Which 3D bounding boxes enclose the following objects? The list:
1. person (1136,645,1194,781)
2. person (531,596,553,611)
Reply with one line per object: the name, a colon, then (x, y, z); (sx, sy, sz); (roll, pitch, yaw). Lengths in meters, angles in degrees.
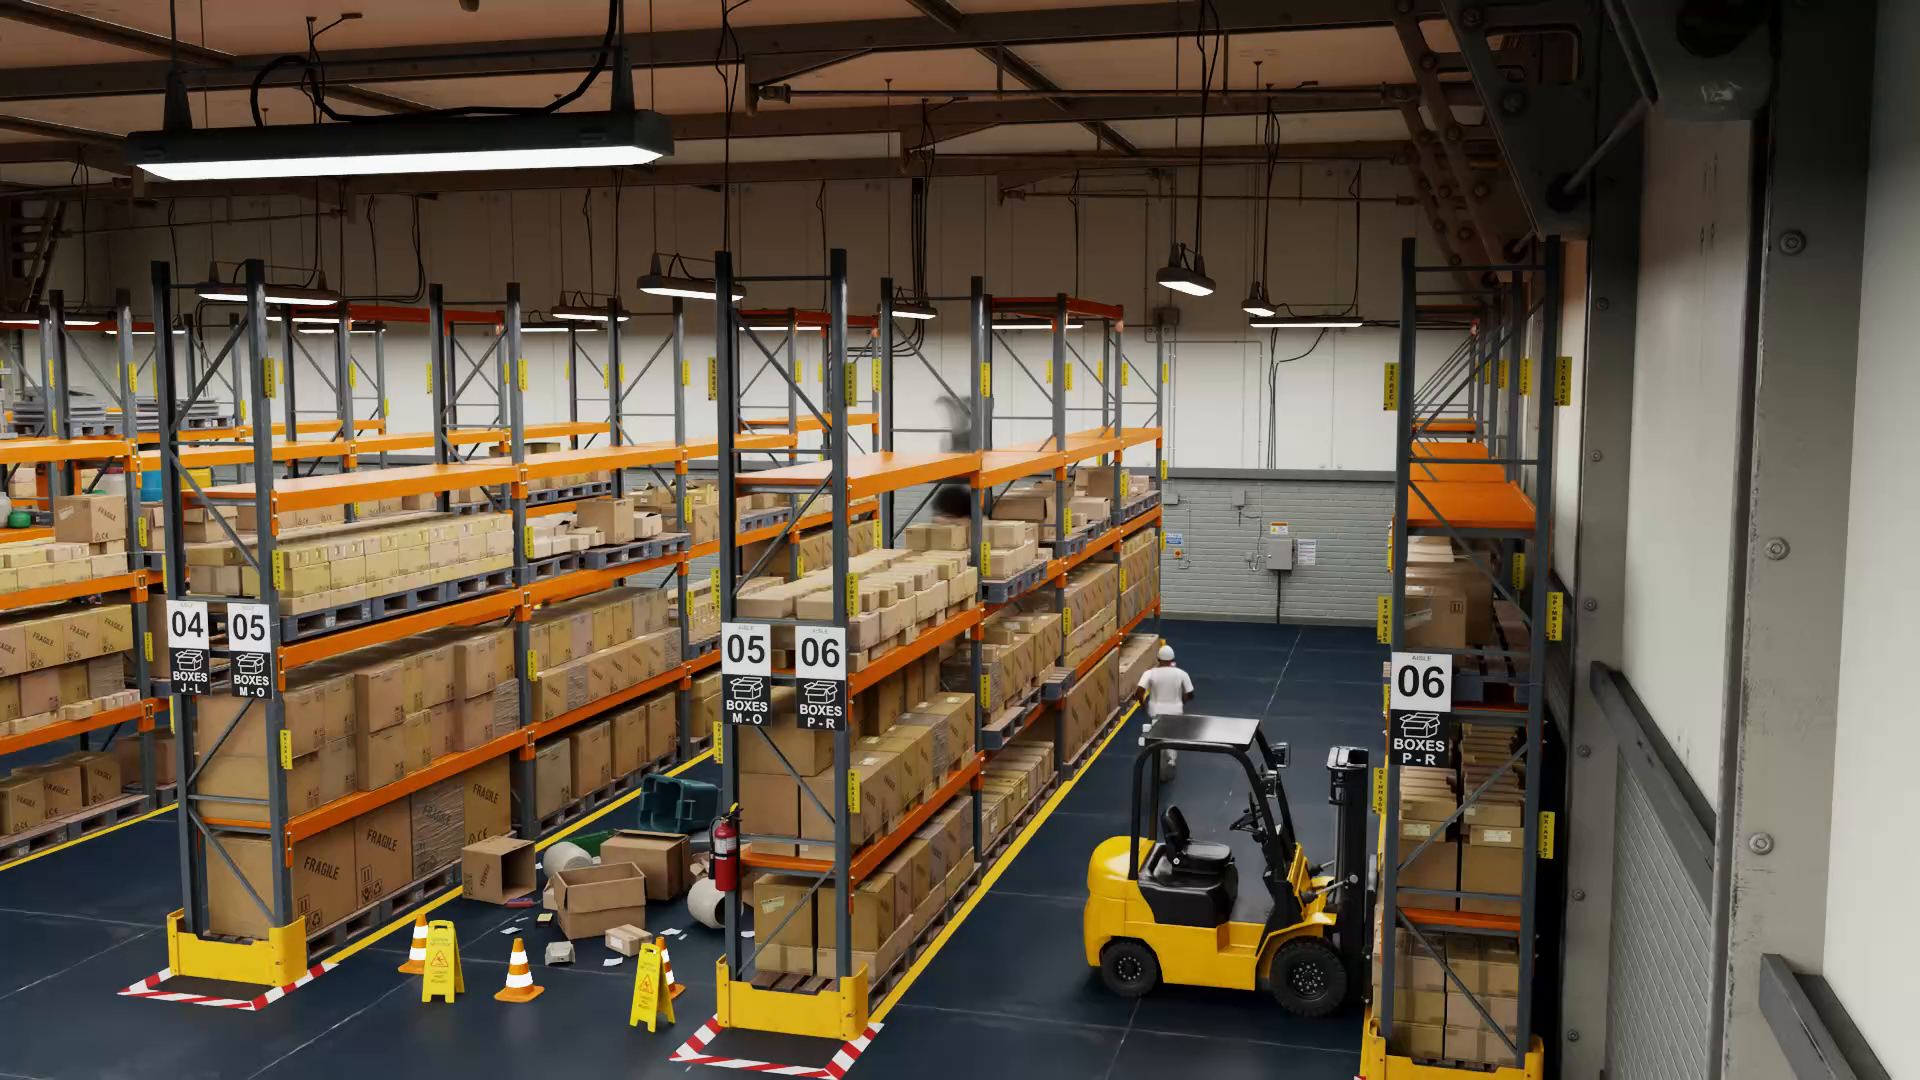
person: (2.507, 2.170, 20.352); (0.708, 1.765, 0.824); (1, 6, 6)
person: (-6.274, 1.596, 25.241); (0.689, 1.787, 0.912); (1, 6, 5)
